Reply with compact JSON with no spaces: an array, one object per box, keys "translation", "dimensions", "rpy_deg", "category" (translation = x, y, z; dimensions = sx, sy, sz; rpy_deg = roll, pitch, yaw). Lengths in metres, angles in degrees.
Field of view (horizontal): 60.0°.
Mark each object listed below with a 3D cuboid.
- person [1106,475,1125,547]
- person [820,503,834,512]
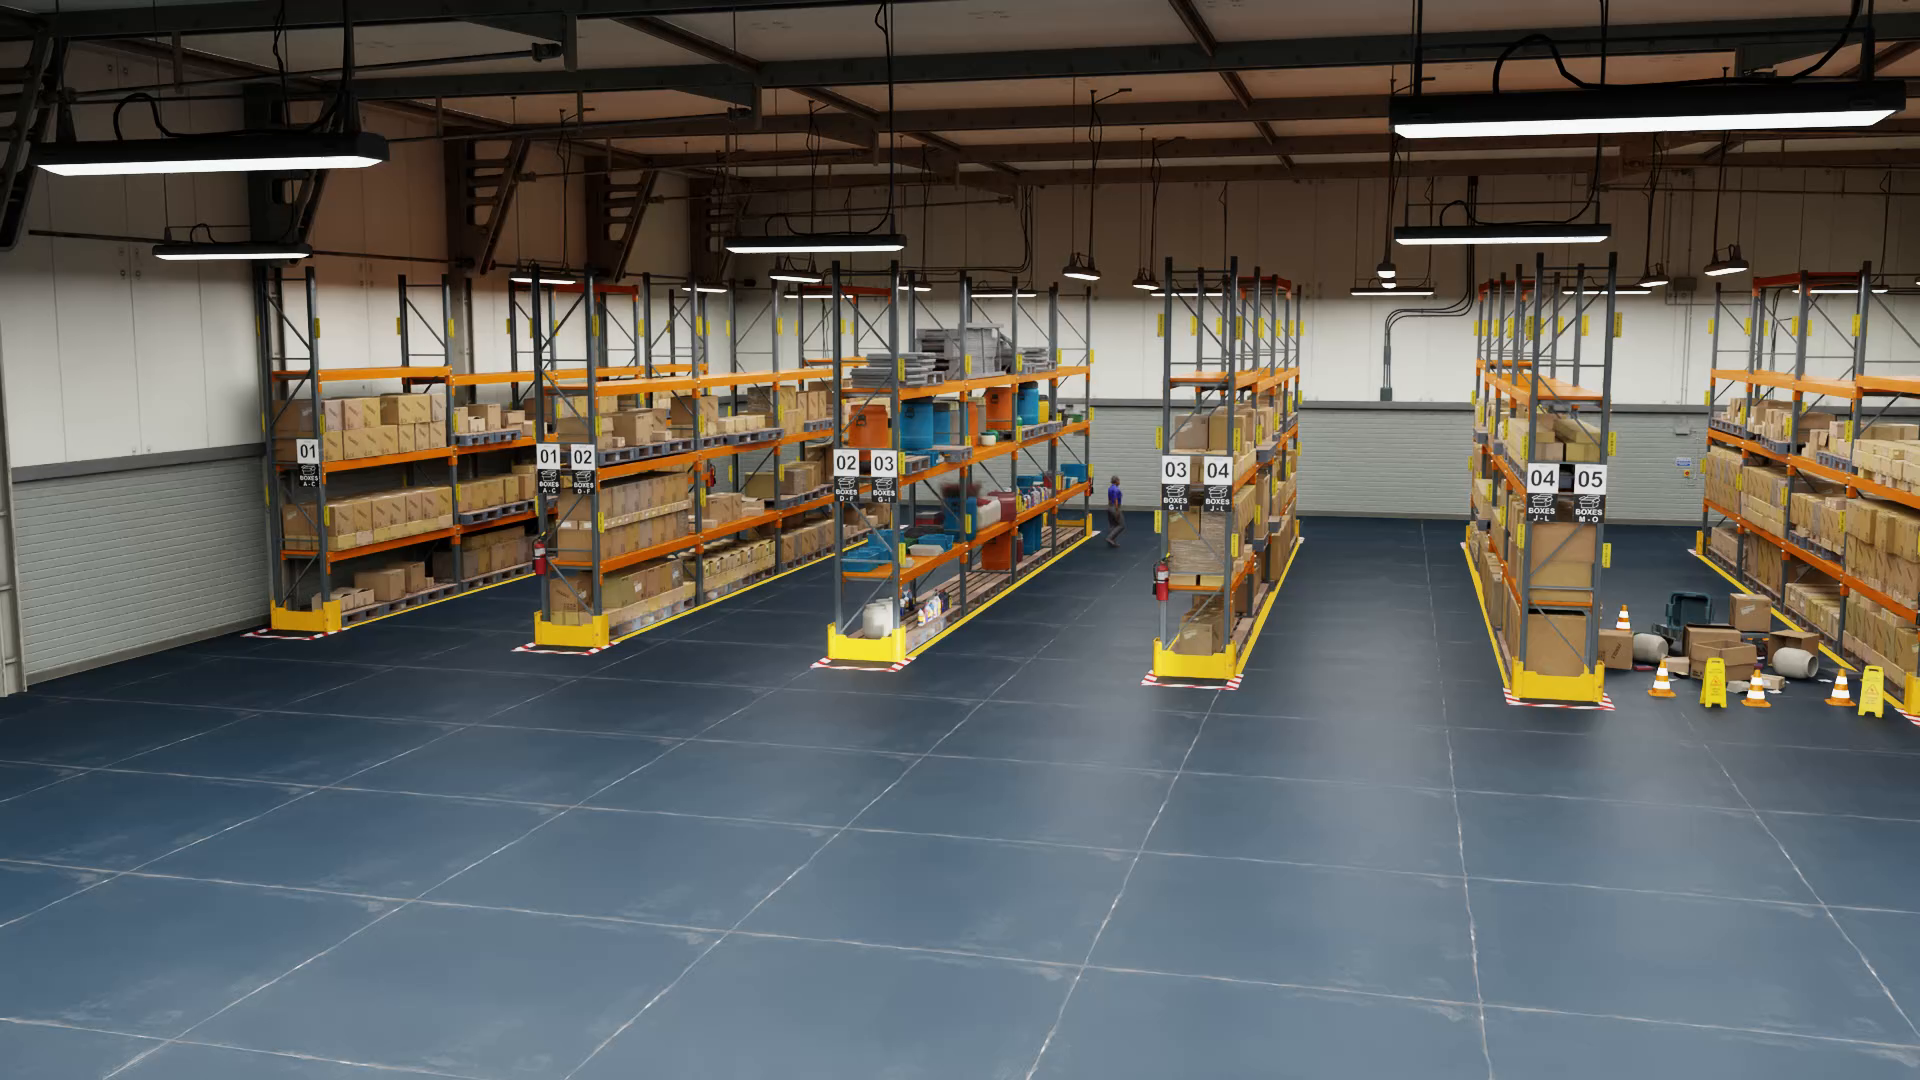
[{"translation":[3.512,-0.656,38.160],"dimensions":[0.459,1.658,0.490],"rpy_deg":[-2,8,-19],"category":"person"},{"translation":[-3.662,-1.561,45.508],"dimensions":[0.792,1.563,0.407],"rpy_deg":[4,8,31],"category":"person"}]
